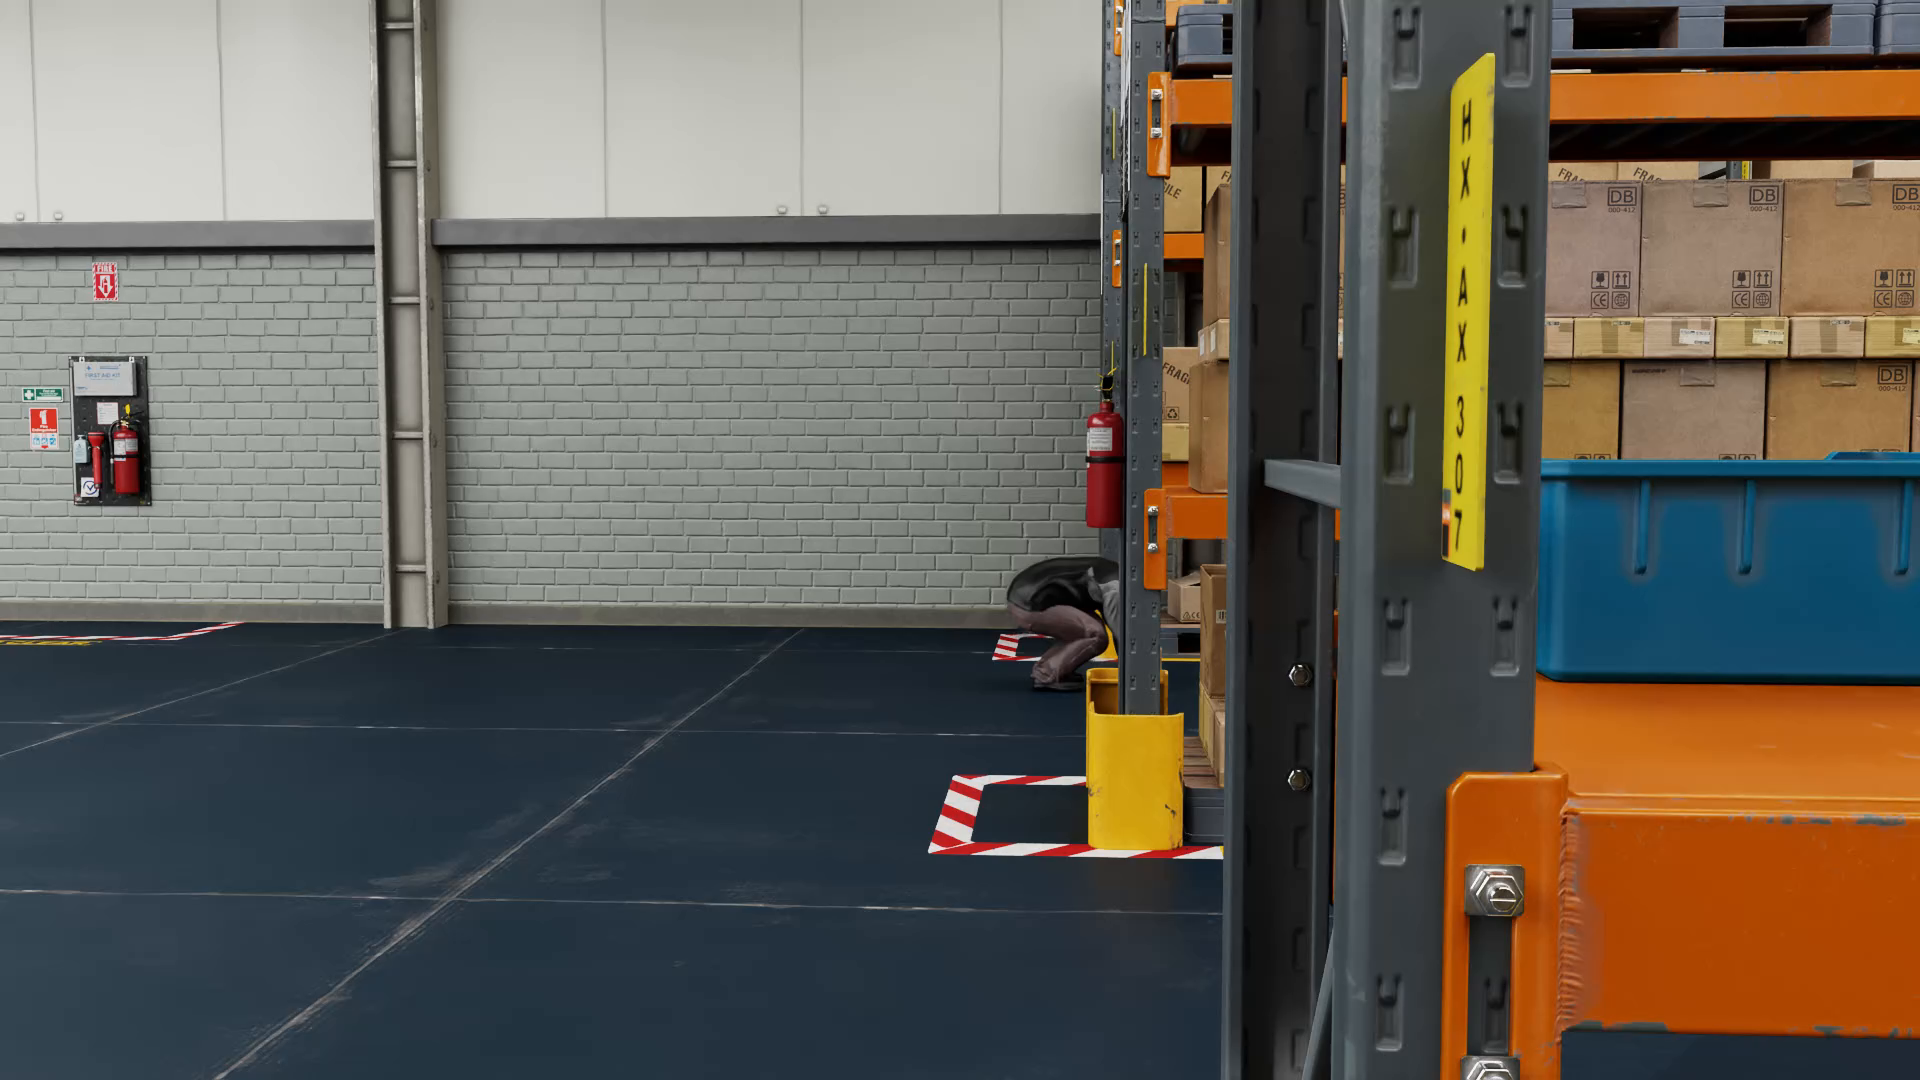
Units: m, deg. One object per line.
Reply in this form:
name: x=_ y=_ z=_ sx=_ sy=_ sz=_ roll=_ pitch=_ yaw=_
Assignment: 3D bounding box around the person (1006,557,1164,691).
person: x=0.745 y=0.497 z=9.836 sx=0.943 sy=0.794 sz=0.505 roll=0 pitch=4 yaw=2
